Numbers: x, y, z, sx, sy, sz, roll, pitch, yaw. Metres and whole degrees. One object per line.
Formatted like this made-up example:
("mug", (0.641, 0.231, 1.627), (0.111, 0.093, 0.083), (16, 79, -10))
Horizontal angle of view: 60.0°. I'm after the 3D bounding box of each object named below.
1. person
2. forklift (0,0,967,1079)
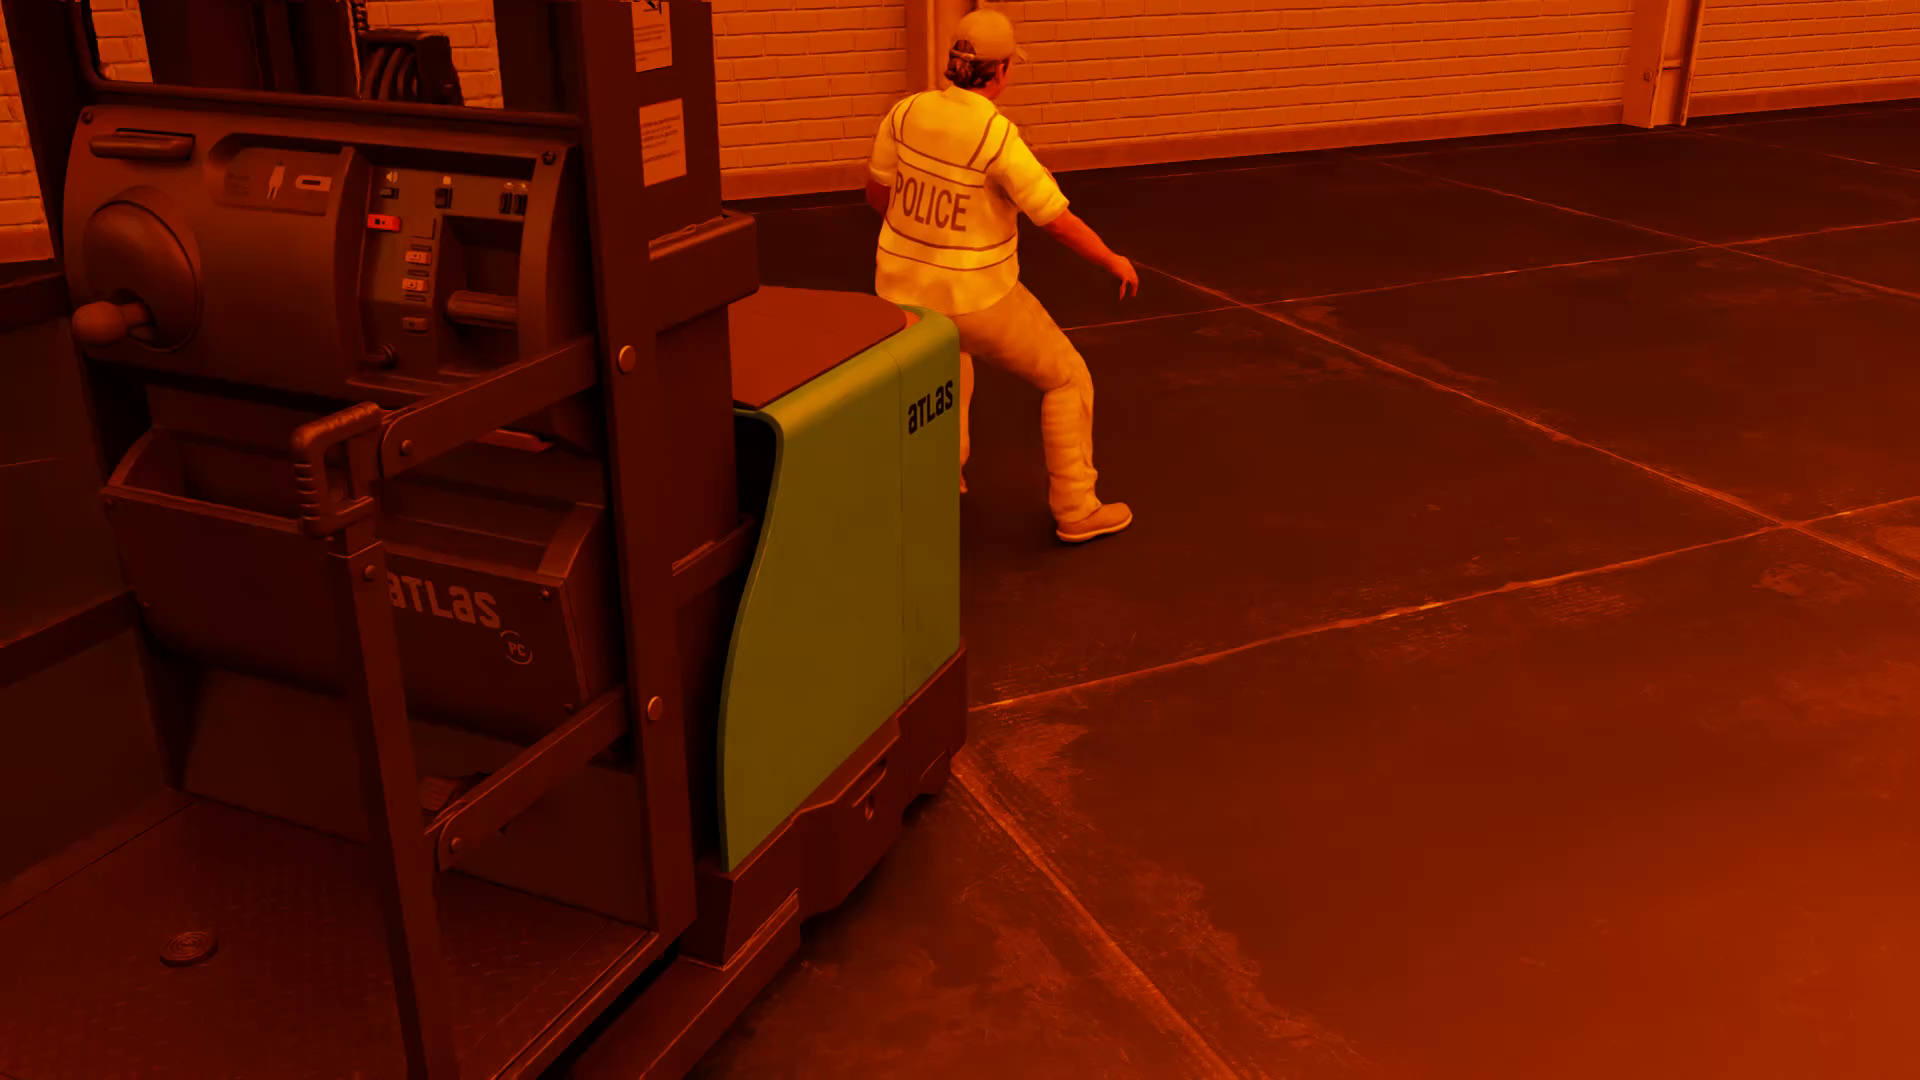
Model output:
("person", (0.112, -0.781, 4.962), (0.775, 1.547, 0.565), (14, 27, 31))
("forklift", (-1.055, -0.408, 2.267), (1.130, 2.935, 3.031), (10, 25, 22))
